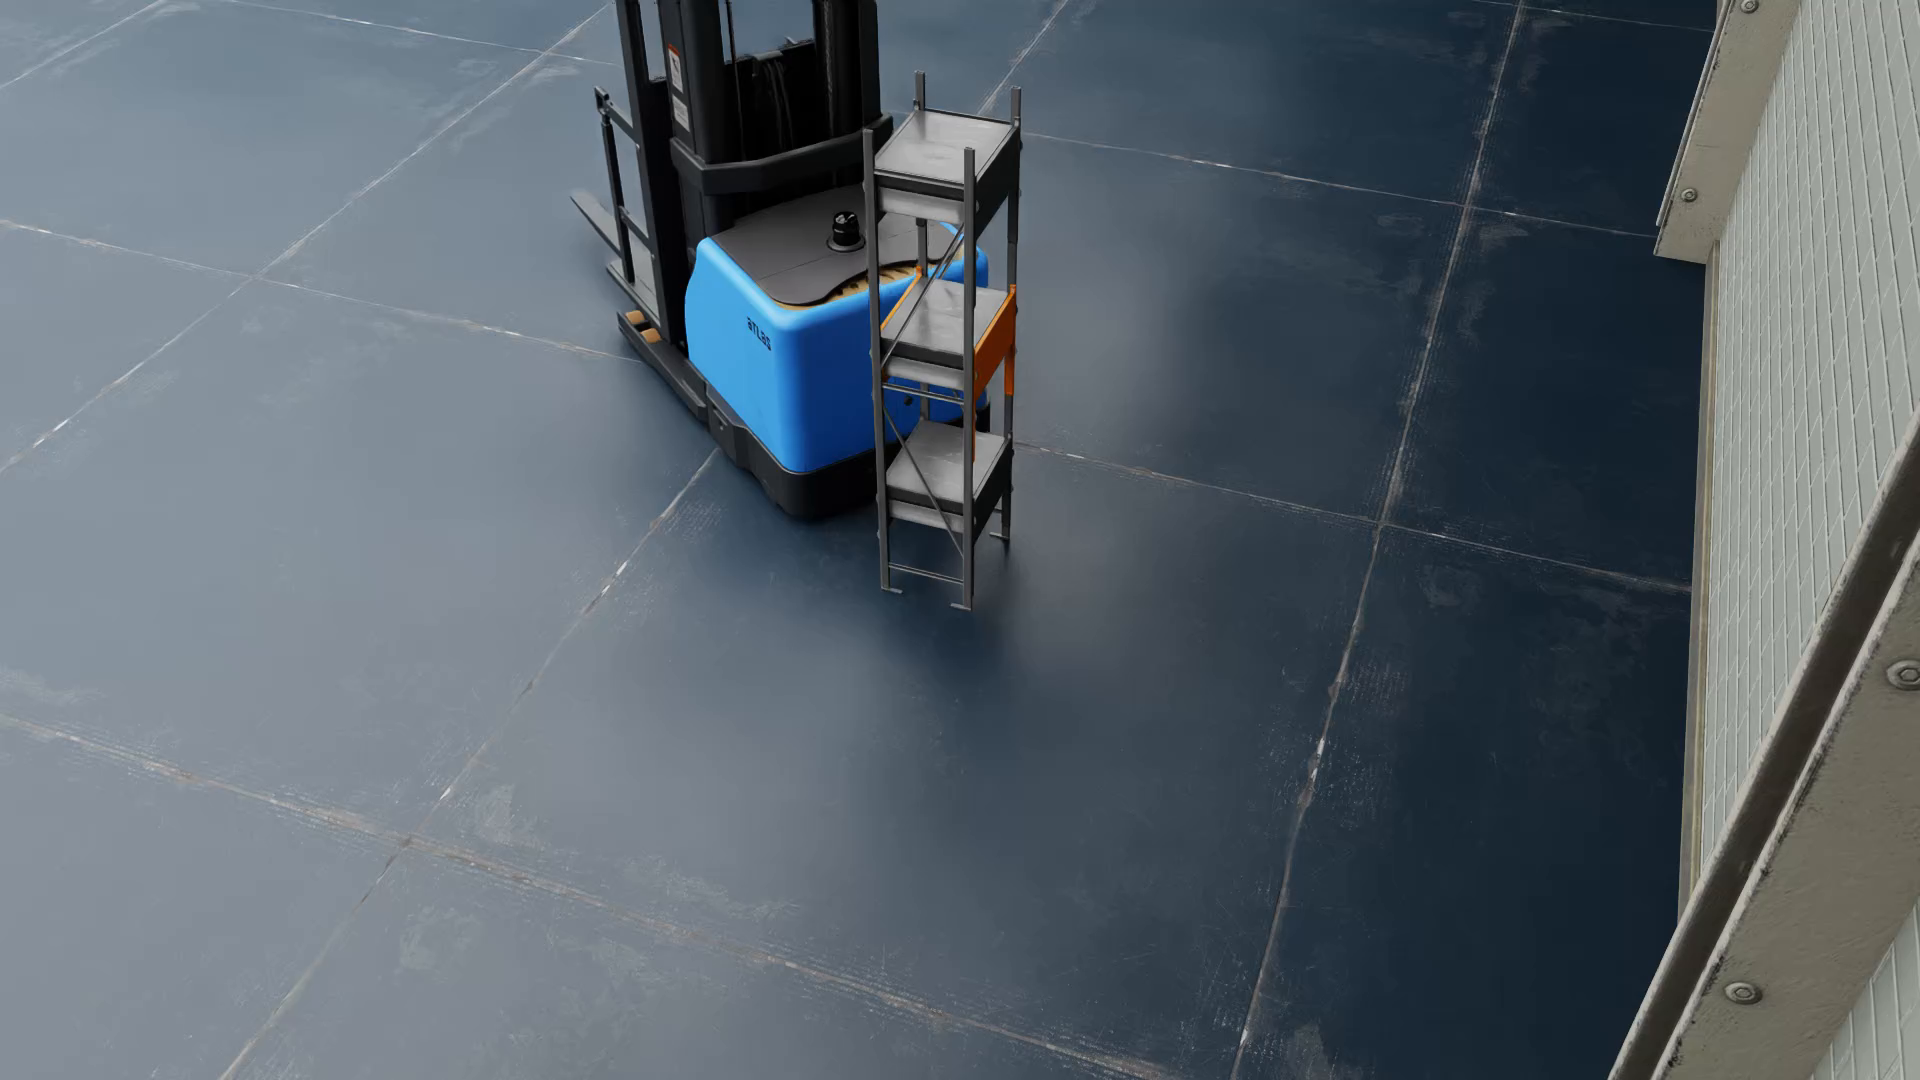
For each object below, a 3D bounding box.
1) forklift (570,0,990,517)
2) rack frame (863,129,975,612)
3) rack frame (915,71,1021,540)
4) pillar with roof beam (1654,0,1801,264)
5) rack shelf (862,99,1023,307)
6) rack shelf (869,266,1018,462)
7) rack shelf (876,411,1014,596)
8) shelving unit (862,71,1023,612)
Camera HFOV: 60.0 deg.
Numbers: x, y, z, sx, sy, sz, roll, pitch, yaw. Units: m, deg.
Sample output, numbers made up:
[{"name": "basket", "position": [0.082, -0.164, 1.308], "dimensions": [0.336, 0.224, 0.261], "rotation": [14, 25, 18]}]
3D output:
[{"name": "forklift", "position": [-1.067, -2.146, 7.508], "dimensions": [1.130, 2.935, 3.031], "rotation": [-22, 45, -24]}, {"name": "rack frame", "position": [-0.140, -0.549, 6.276], "dimensions": [0.400, 2.100, 0.015], "rotation": [13, 42, 15]}, {"name": "rack frame", "position": [0.027, -0.847, 6.625], "dimensions": [0.400, 2.100, 0.015], "rotation": [13, 42, 15]}, {"name": "pillar with roof beam", "position": [-0.049, -6.019, 7.372], "dimensions": [9.100, 9.000, 0.400], "rotation": [13, 42, 15]}, {"name": "rack shelf", "position": [-0.057, -1.220, 6.005], "dimensions": [0.431, 0.518, 0.480], "rotation": [13, 42, 15]}, {"name": "rack shelf", "position": [-0.057, -0.687, 6.459], "dimensions": [0.431, 0.518, 0.480], "rotation": [13, 42, 15]}, {"name": "rack shelf", "position": [-0.057, -0.155, 6.913], "dimensions": [0.431, 0.518, 0.480], "rotation": [13, 42, 15]}, {"name": "shelving unit", "position": [-0.057, -0.698, 6.450], "dimensions": [0.431, 2.100, 0.503], "rotation": [13, 42, 15]}]
